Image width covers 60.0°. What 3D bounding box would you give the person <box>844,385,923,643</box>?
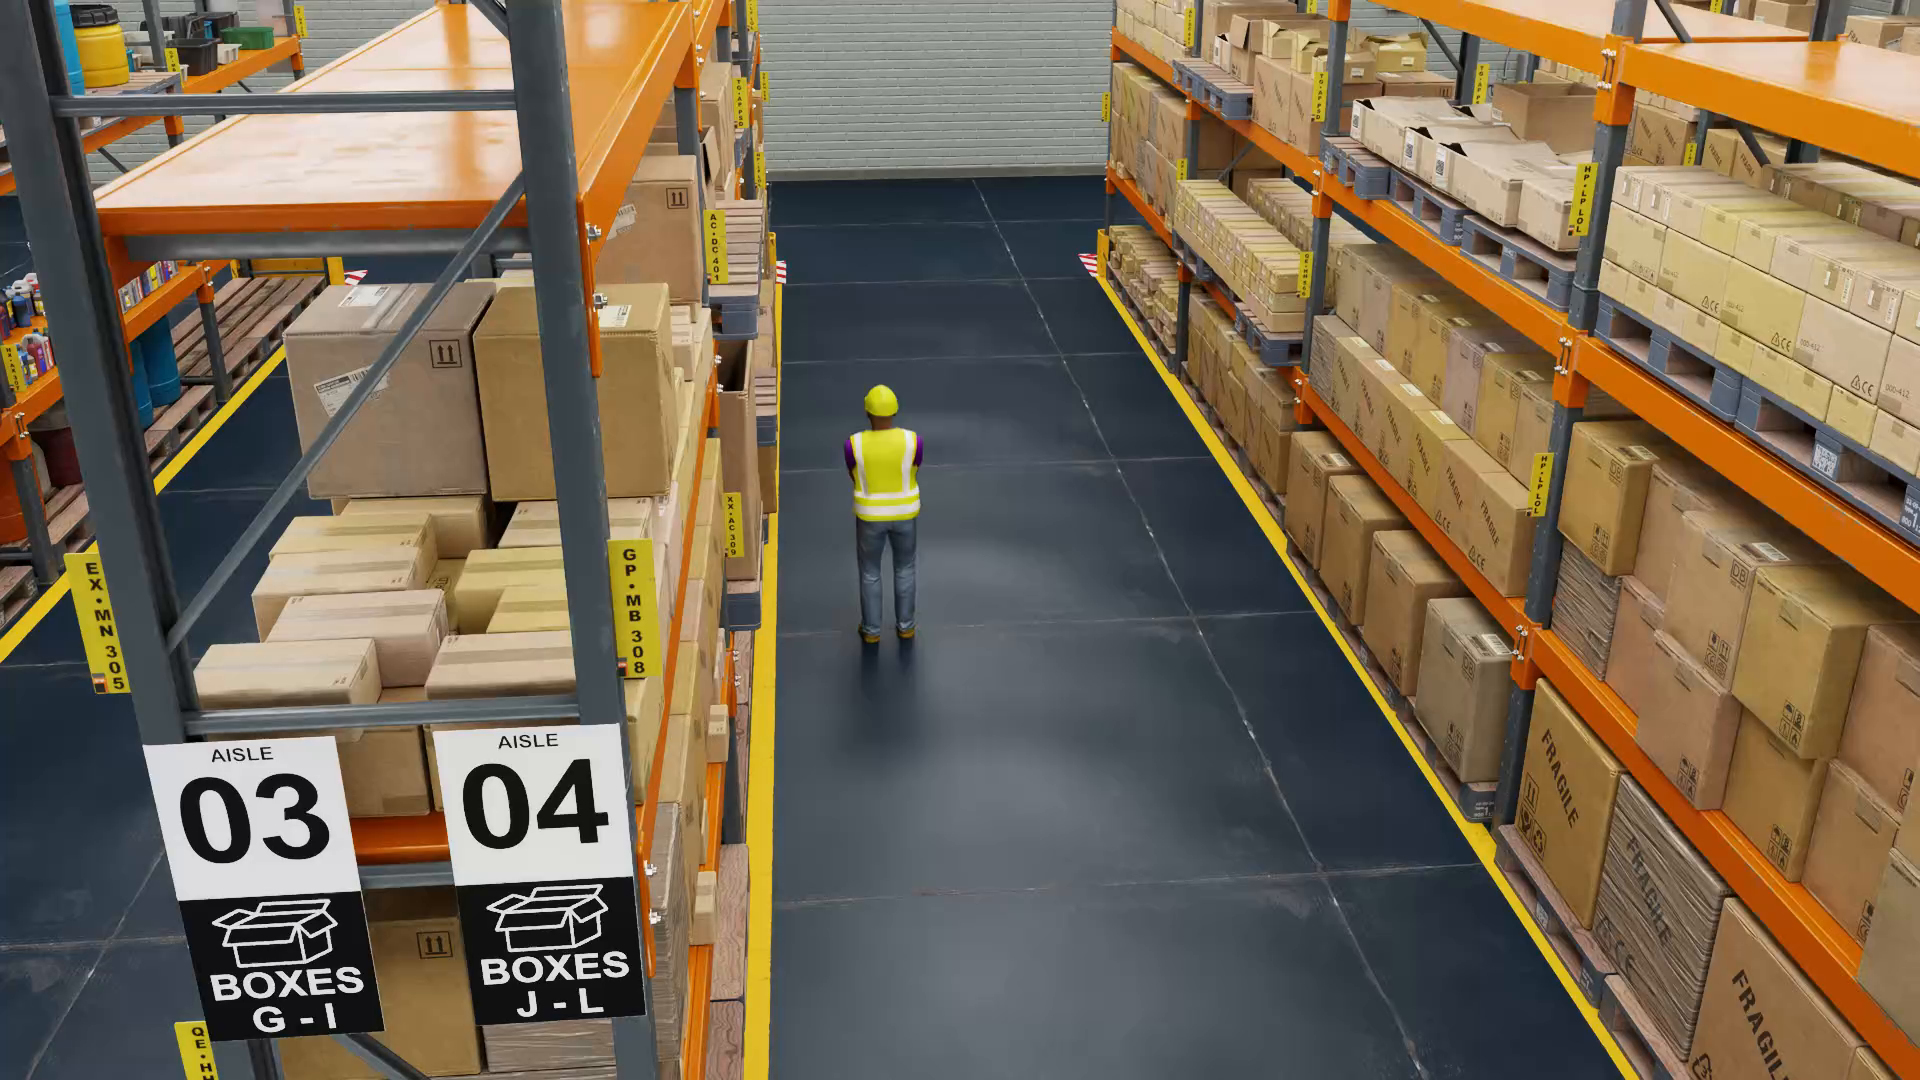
[{"bbox_3d":[-0.496,-0.205,10.772,0.503,1.760,0.576,-3,24,-6],"label":"person"}]
